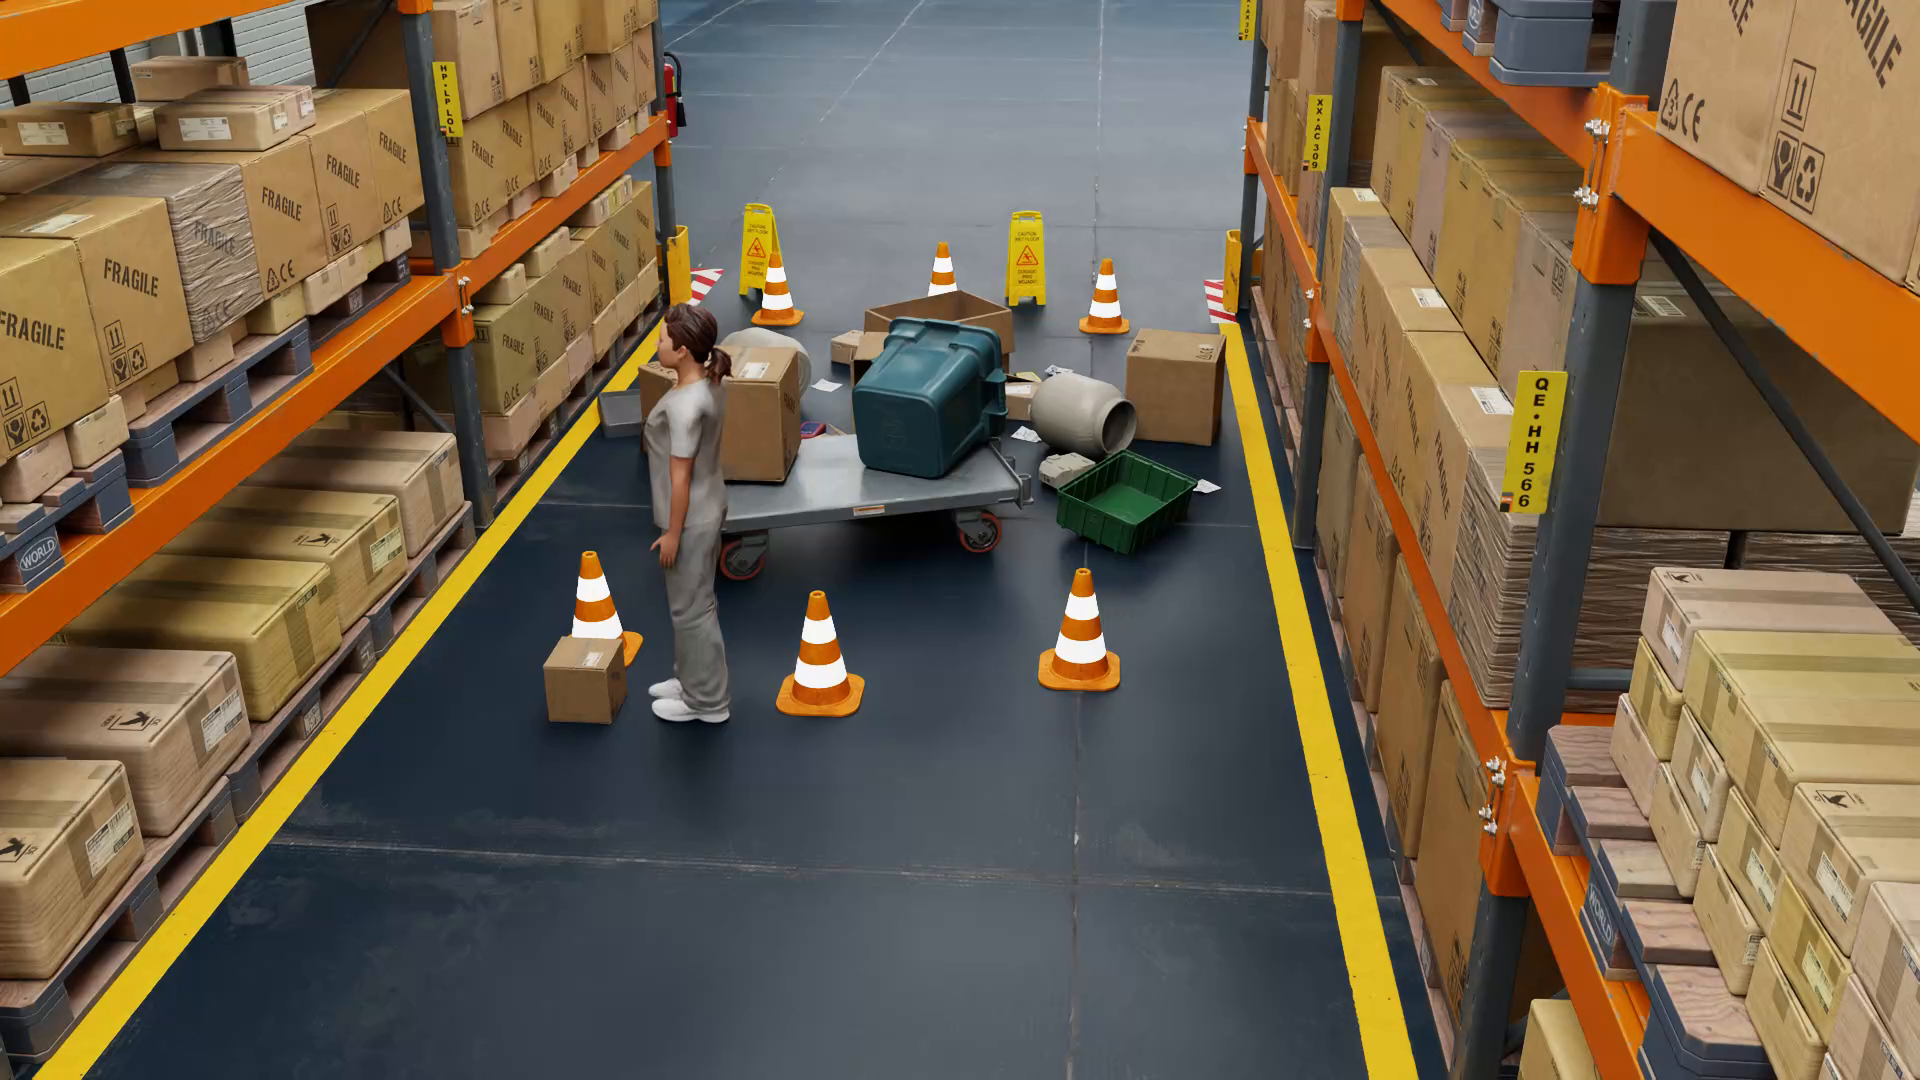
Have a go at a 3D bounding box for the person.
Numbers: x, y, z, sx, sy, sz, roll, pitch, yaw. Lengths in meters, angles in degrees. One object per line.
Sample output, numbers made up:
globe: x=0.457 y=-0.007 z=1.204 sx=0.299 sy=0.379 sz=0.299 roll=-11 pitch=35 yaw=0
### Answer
person: x=-1.047 y=-0.069 z=6.275 sx=0.469 sy=1.696 sz=0.447 roll=2 pitch=25 yaw=5
